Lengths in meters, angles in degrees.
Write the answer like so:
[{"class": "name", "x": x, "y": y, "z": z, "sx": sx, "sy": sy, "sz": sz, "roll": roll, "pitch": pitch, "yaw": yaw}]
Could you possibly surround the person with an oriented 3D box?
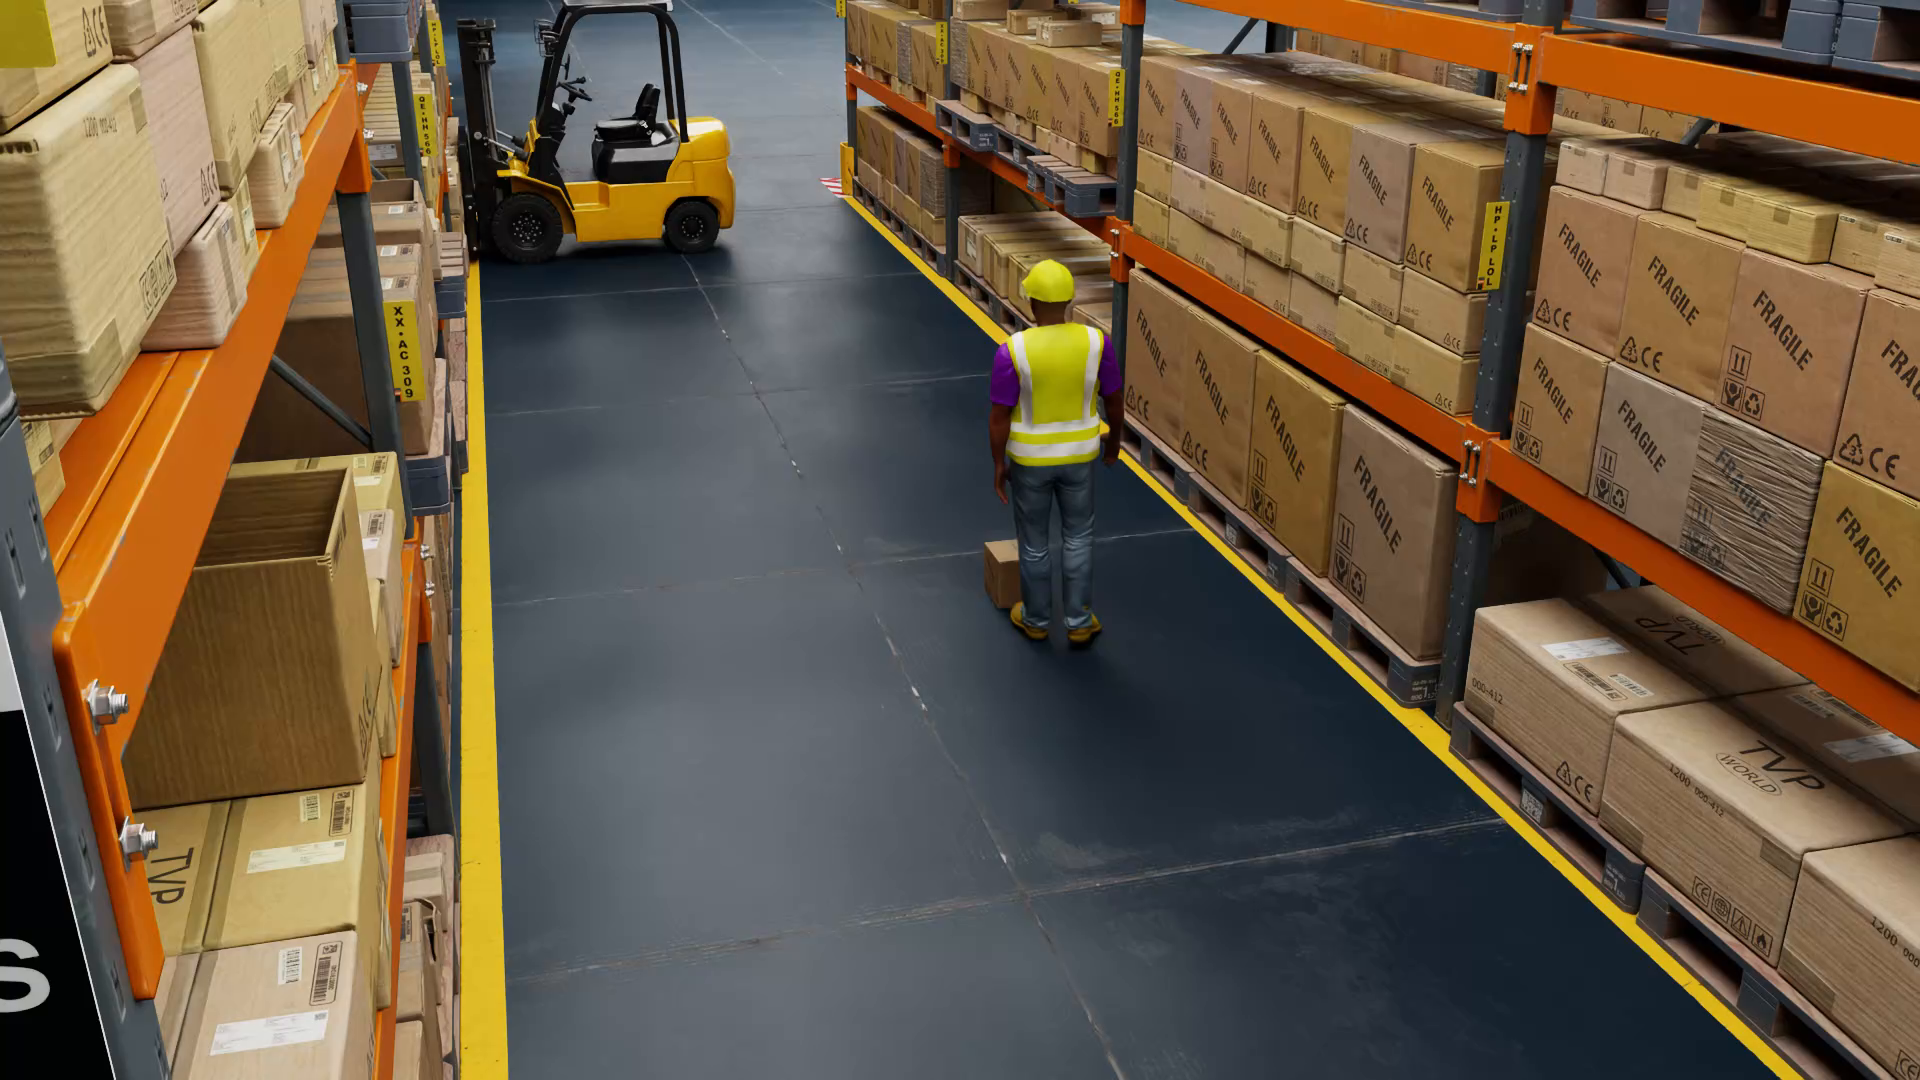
[{"class": "person", "x": 0.421, "y": -0.389, "z": 7.436, "sx": 0.635, "sy": 1.780, "sz": 0.436, "roll": -4, "pitch": 23, "yaw": -9}]
